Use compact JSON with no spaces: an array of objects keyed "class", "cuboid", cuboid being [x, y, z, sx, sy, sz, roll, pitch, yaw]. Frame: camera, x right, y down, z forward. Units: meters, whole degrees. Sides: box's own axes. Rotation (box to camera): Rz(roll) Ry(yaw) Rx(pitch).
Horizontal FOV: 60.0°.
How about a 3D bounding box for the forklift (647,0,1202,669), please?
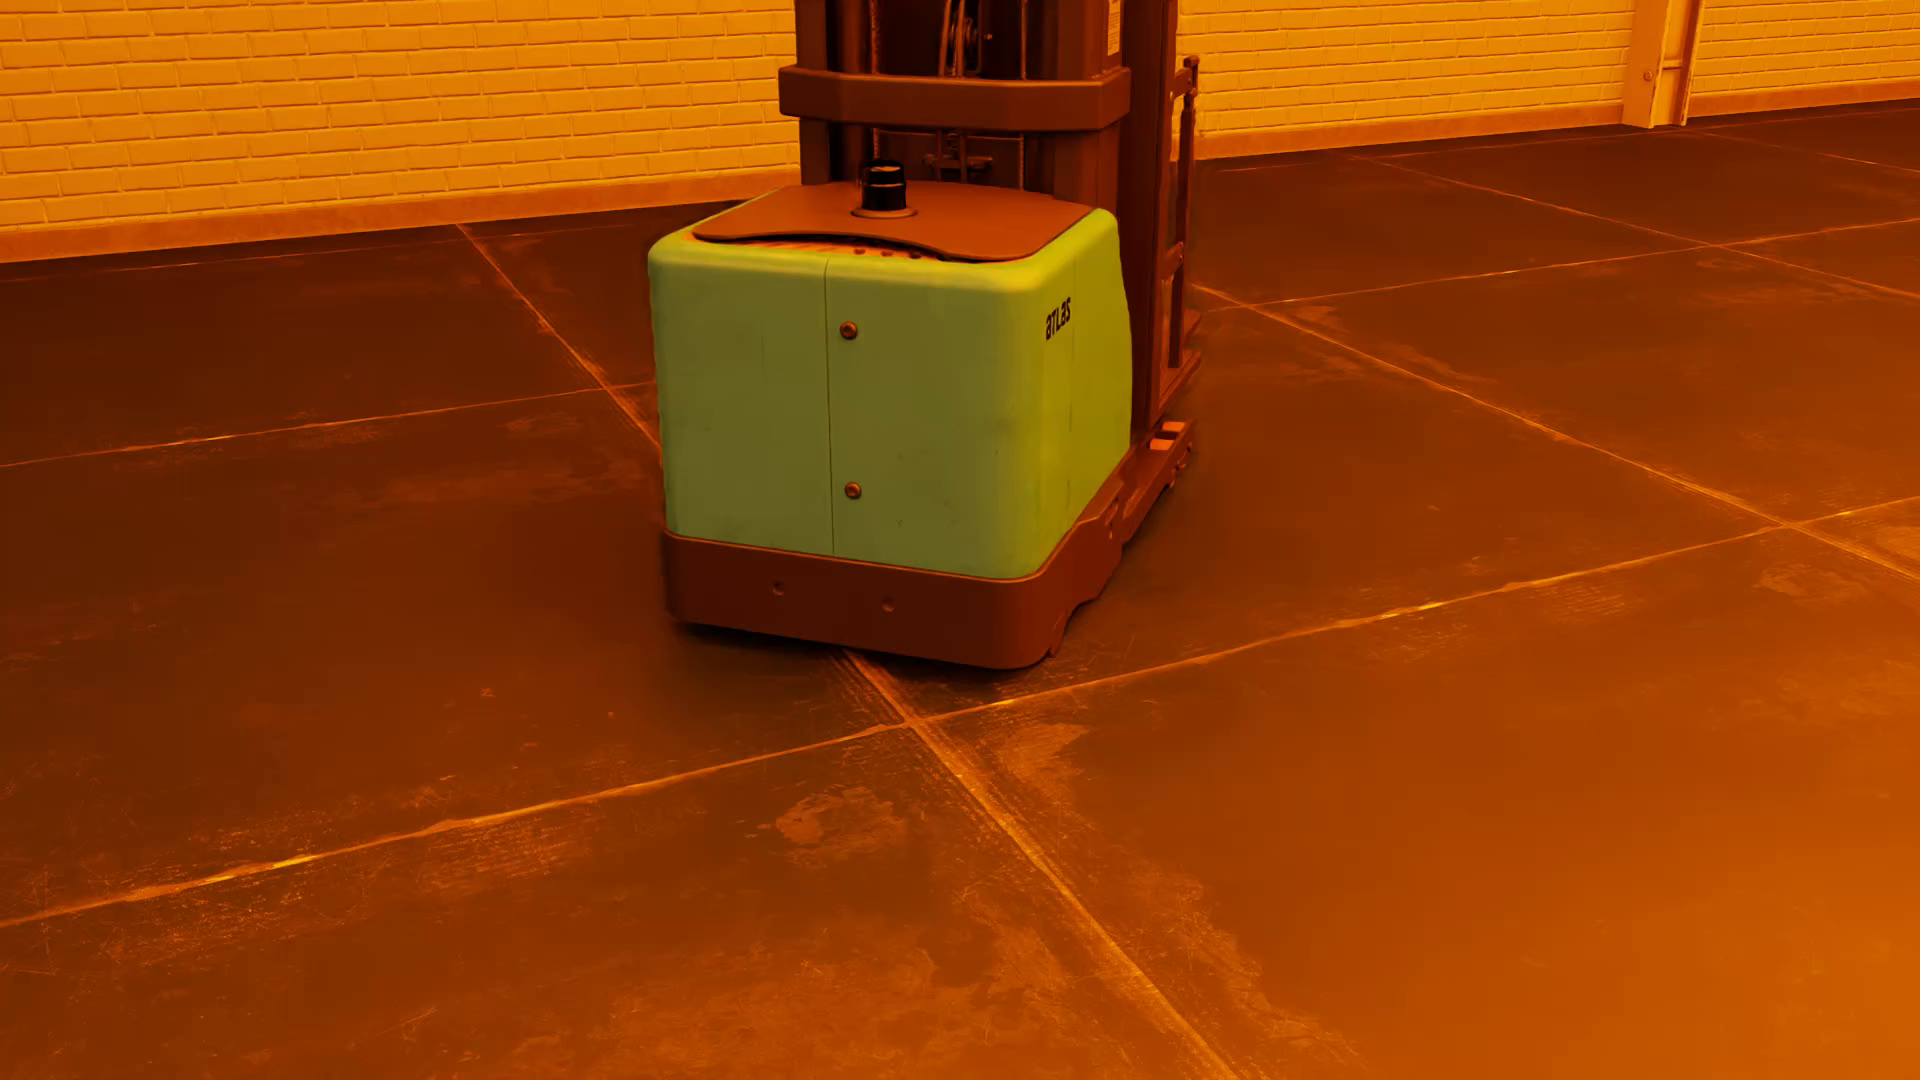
[{"class":"forklift","cuboid":[0.168,-1.567,5.059,1.130,2.935,3.031,7,24,17]}]
